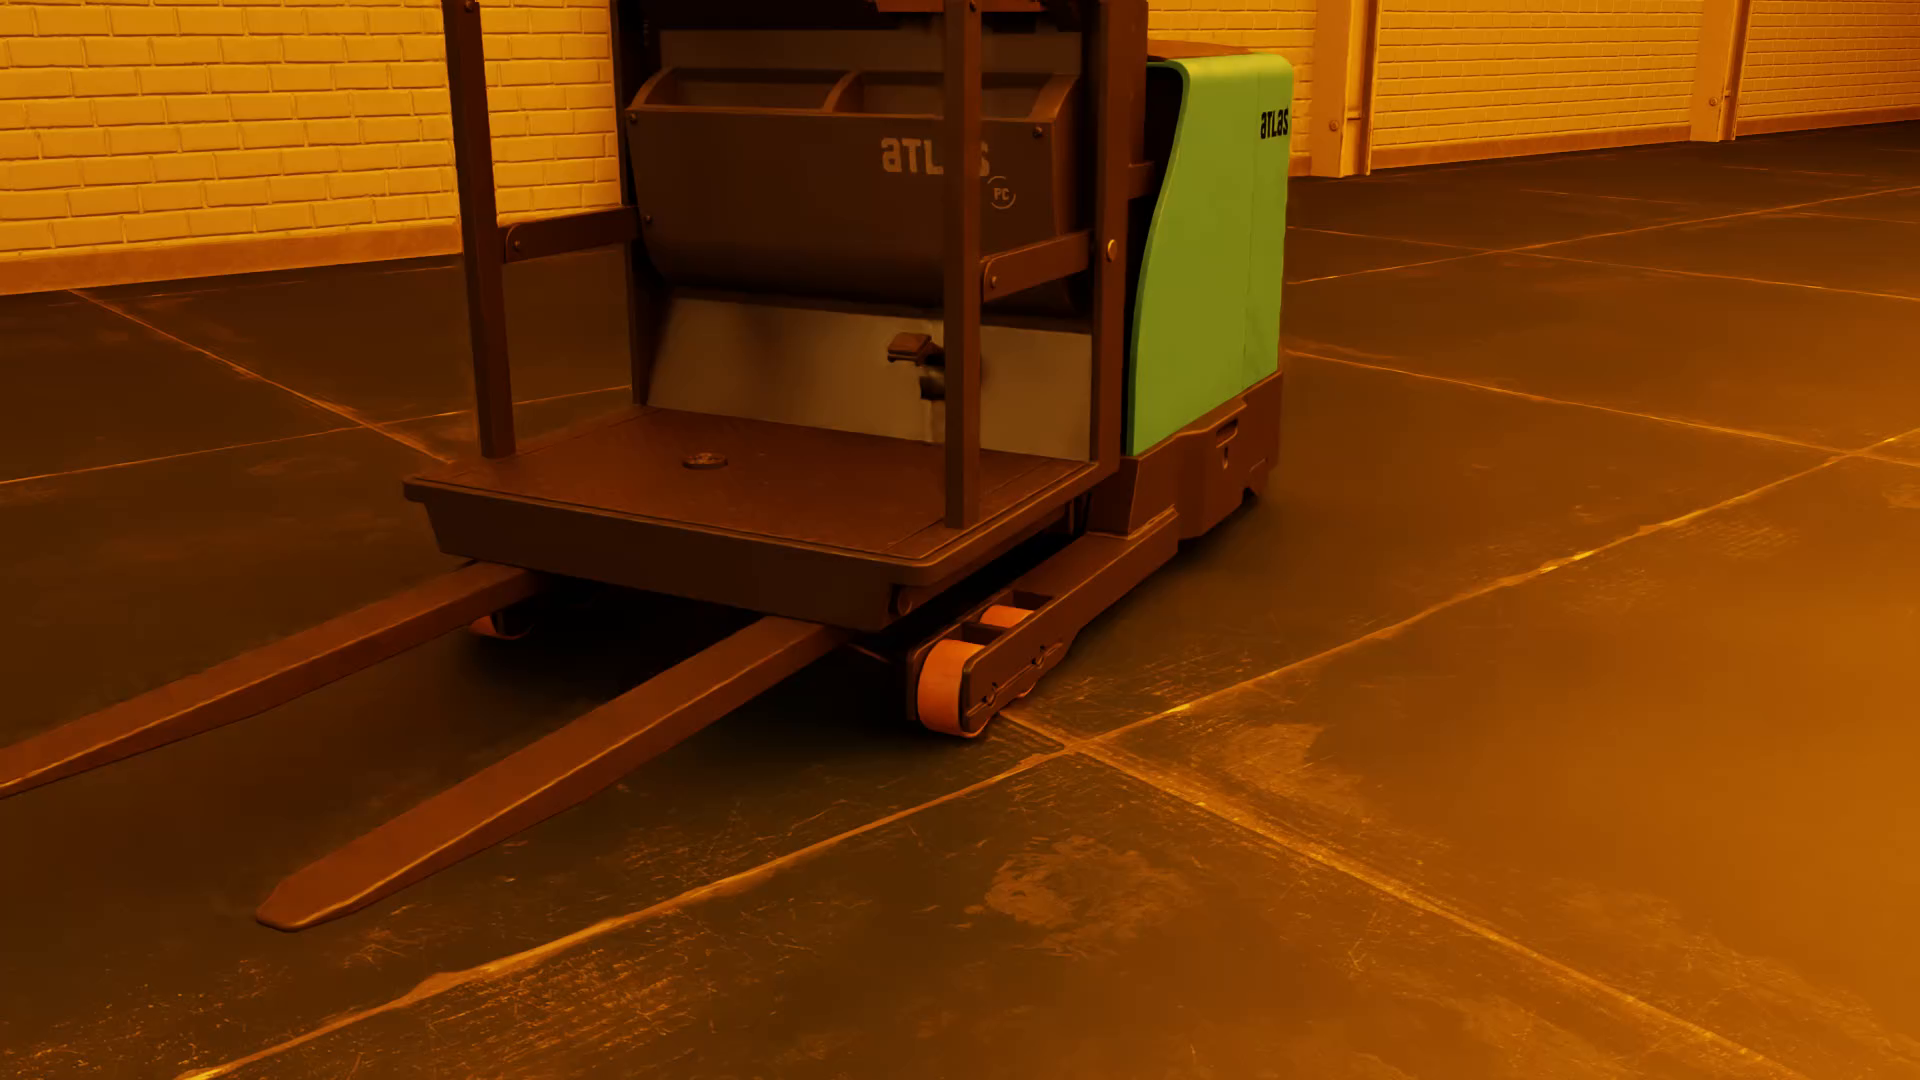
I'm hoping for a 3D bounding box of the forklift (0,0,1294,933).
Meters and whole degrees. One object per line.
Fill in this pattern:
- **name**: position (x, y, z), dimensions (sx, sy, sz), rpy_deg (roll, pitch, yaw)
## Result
- **forklift**: position (-0.314, -1.218, 2.832), dimensions (1.130, 2.935, 3.031), rpy_deg (9, 19, 26)
